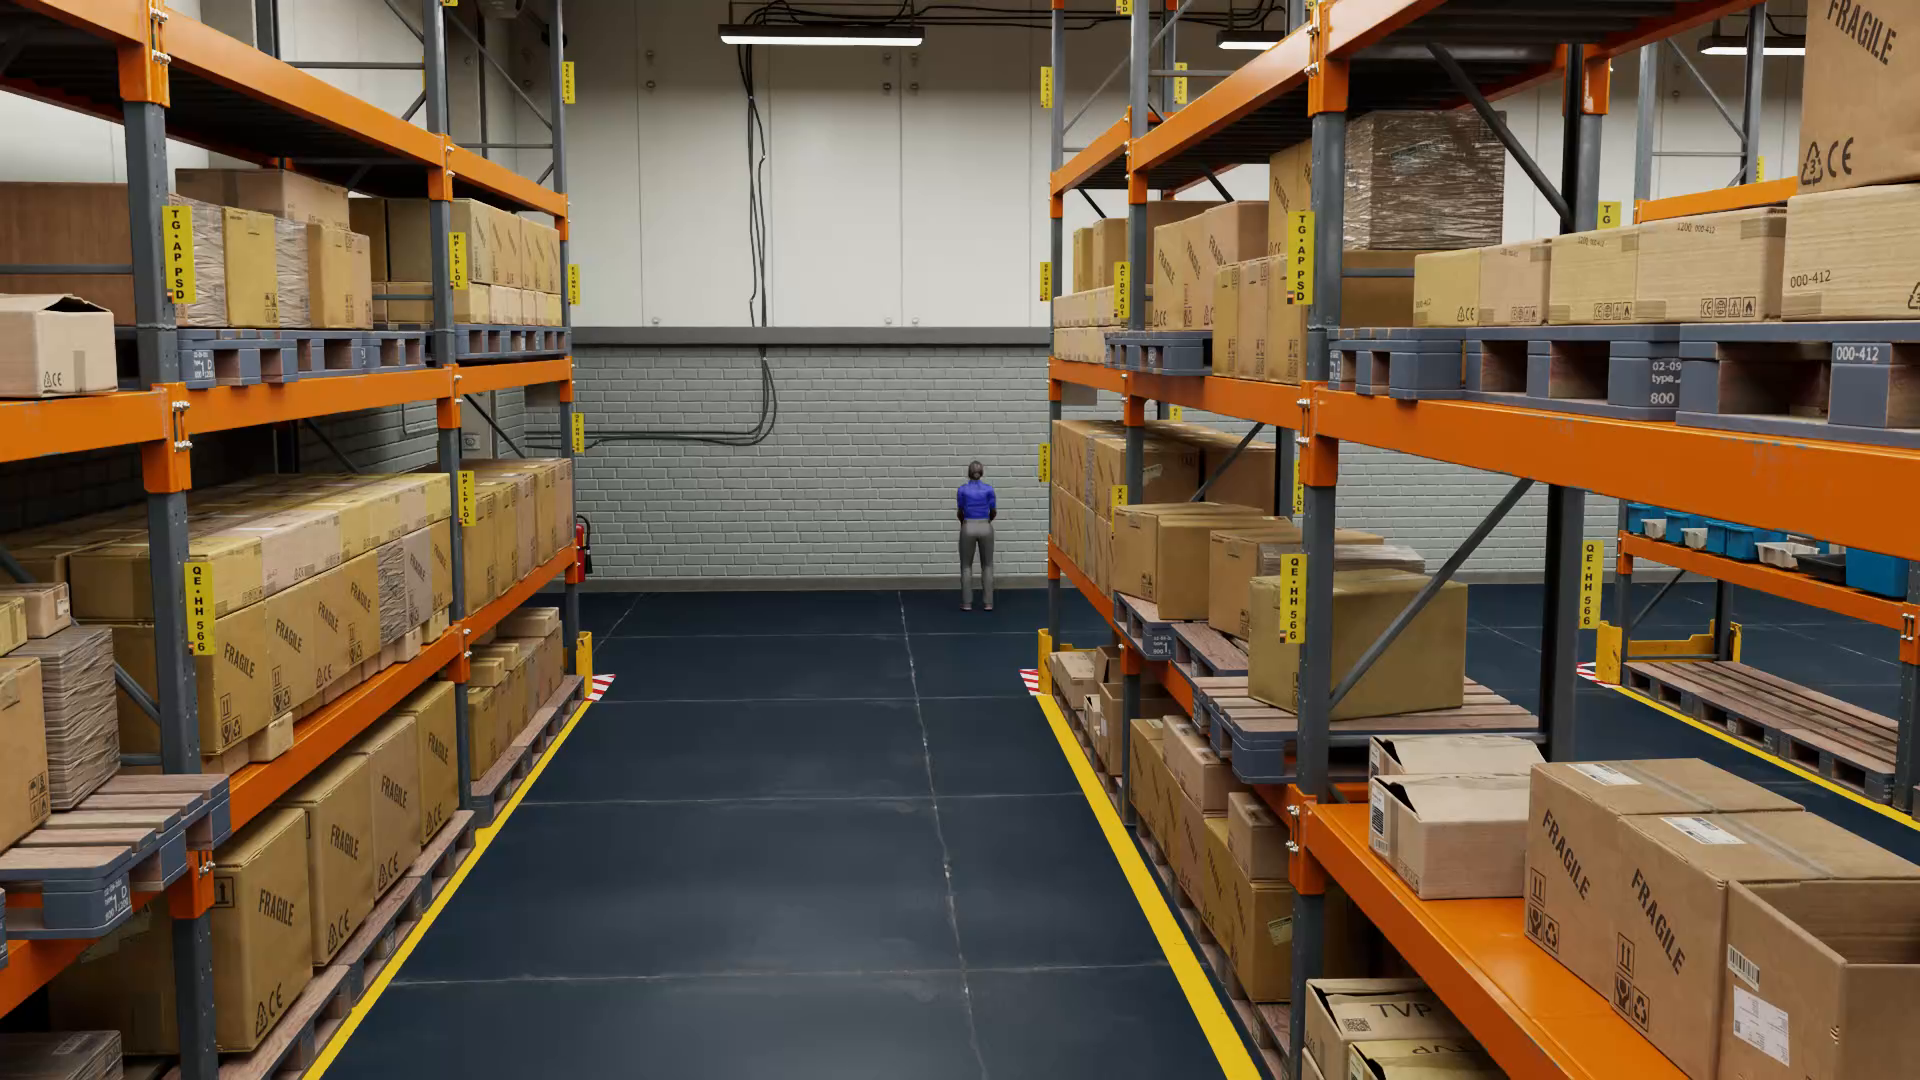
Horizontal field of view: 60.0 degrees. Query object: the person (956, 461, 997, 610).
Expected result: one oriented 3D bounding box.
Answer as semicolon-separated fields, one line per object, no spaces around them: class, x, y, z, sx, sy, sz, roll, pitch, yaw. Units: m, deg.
person;0.181;-0.059;18.300;0.451;1.650;0.512;0;7;-3
